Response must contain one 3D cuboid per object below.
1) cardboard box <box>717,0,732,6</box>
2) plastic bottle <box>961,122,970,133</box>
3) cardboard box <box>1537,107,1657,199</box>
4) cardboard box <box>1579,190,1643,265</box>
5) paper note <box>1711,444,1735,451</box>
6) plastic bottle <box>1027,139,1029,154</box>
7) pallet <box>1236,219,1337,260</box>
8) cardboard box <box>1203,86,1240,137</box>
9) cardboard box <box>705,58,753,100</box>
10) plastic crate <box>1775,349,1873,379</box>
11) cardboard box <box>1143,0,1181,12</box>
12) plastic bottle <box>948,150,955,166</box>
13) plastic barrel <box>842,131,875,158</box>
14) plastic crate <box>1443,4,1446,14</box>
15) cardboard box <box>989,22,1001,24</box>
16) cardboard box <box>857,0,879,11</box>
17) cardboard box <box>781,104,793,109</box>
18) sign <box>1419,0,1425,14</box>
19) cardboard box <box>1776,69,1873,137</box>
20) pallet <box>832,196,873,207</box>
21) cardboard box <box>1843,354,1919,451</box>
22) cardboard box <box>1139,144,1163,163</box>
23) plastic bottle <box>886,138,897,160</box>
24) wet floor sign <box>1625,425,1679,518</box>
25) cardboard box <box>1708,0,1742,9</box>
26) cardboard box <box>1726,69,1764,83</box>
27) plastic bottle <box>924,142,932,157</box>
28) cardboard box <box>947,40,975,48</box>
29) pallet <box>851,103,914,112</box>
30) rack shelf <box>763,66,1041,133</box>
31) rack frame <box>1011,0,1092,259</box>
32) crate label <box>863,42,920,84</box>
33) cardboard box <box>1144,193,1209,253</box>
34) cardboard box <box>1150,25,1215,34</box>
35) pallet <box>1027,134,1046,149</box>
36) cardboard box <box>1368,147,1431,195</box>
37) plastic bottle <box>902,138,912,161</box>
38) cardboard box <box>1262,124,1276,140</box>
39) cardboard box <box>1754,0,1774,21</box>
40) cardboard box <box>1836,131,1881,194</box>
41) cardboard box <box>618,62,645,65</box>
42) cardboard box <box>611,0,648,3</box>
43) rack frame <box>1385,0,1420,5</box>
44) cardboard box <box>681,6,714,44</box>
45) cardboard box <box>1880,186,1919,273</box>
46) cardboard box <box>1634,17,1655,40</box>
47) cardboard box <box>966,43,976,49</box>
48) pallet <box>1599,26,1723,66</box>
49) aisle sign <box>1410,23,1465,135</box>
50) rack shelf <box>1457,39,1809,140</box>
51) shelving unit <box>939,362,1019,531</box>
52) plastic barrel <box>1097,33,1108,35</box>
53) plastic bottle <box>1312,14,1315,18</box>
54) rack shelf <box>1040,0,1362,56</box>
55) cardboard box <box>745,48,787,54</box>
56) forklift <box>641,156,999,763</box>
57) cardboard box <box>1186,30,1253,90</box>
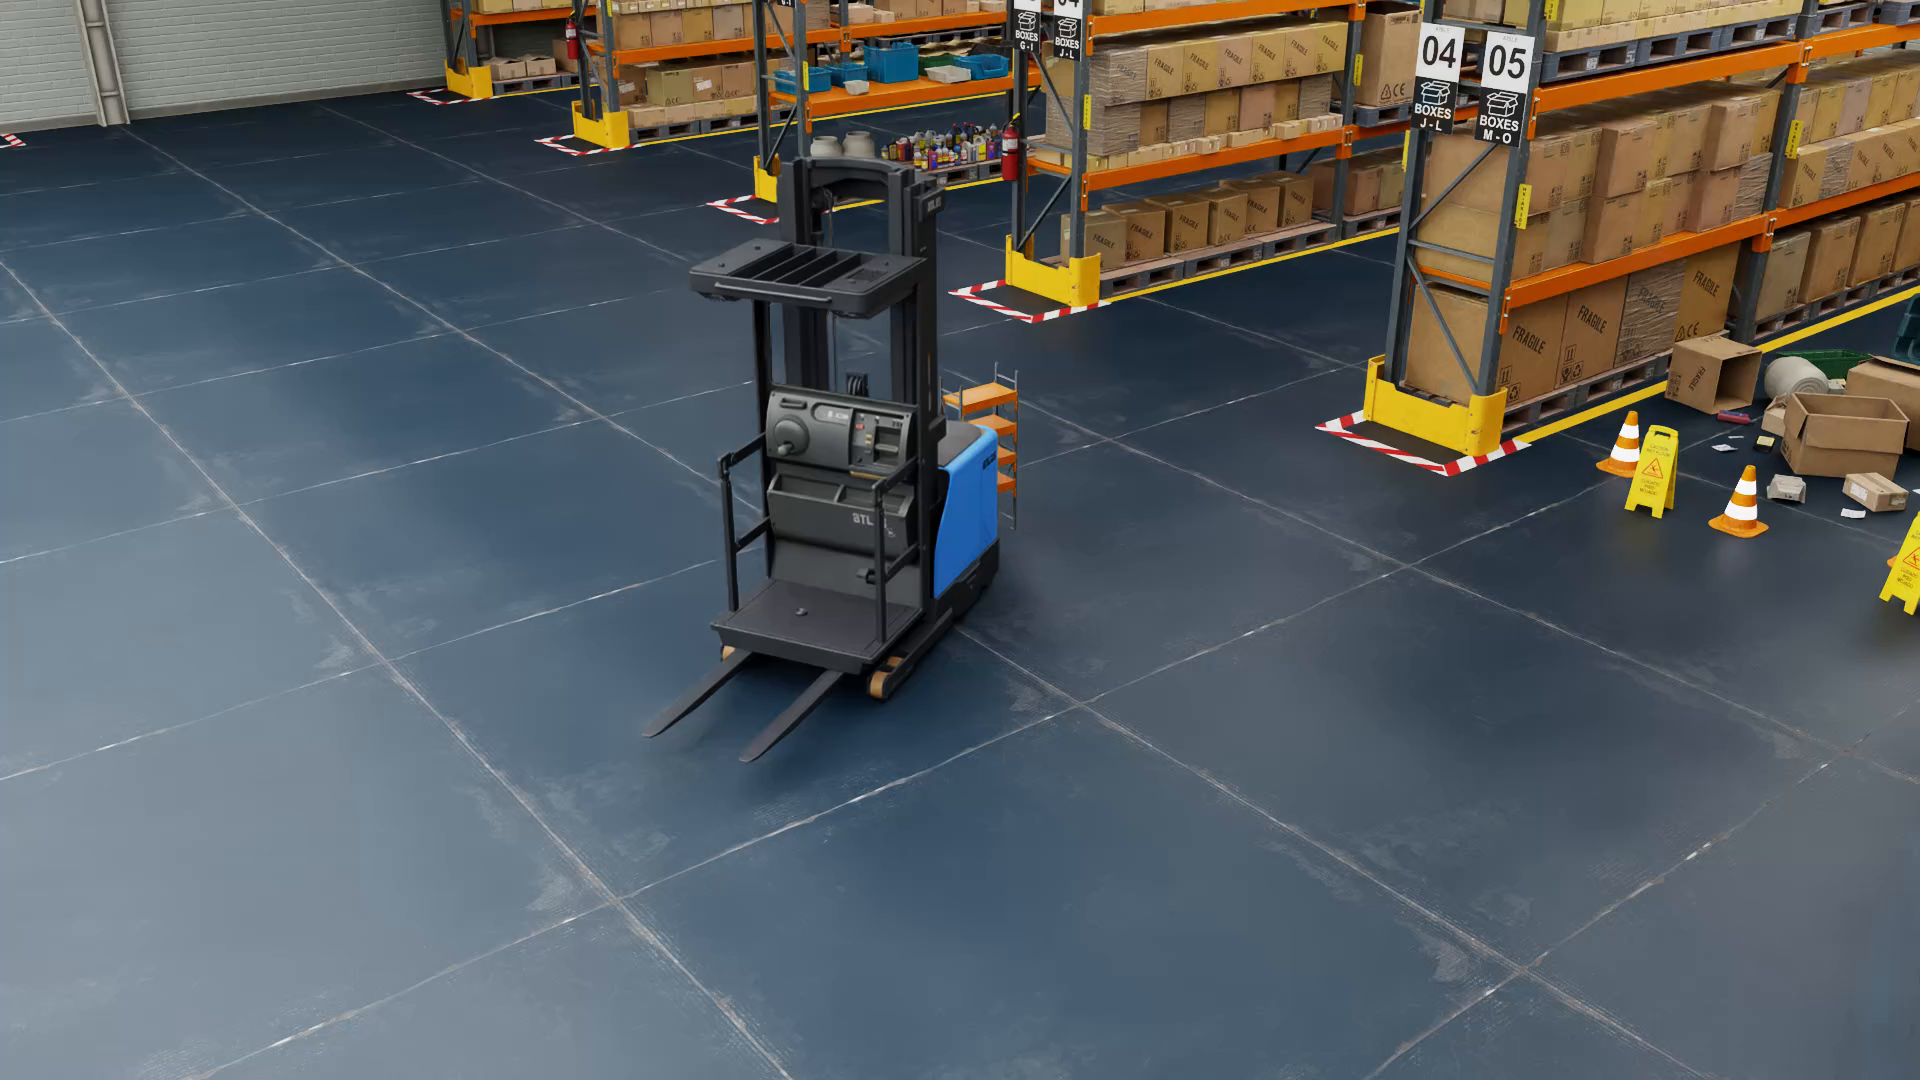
[{"bbox_3d":[-3.566,-7.974,24.479,0.250,0.149,0.380,-18,30,-34],"label":"cardboard box"},{"bbox_3d":[0.092,-5.528,22.721,0.185,0.351,0.144,-17,30,-33],"label":"plastic bottle"},{"bbox_3d":[5.089,-3.168,13.552,0.550,0.550,0.875,-18,31,-34],"label":"cardboard box"},{"bbox_3d":[5.074,-2.686,13.796,0.550,0.550,0.875,-18,31,-34],"label":"cardboard box"},{"bbox_3d":[6.122,-0.739,13.309,0.142,0.017,0.144,-8,26,-16],"label":"paper note"},{"bbox_3d":[0.890,-5.335,22.483,0.097,0.201,0.097,0,25,0],"label":"plastic bottle"},{"bbox_3d":[3.533,-3.510,19.062,1.213,0.211,1.003,-18,31,-34],"label":"pallet"},{"bbox_3d":[2.482,-4.647,17.728,0.500,0.500,0.875,-18,31,-34],"label":"cardboard box"},{"bbox_3d":[-3.477,-6.942,25.022,0.500,0.500,0.500,-18,31,-34],"label":"cardboard box"},{"bbox_3d":[7.692,-1.563,14.827,0.662,0.188,0.450,-3,15,-7],"label":"plastic crate"},{"bbox_3d":[1.832,-5.390,16.416,0.500,0.250,0.500,-19,31,-35],"label":"cardboard box"},{"bbox_3d":[-0.119,-5.002,21.765,0.097,0.201,0.097,0,25,0],"label":"plastic bottle"},{"bbox_3d":[-1.299,-4.951,21.312,0.421,0.512,0.421,0,25,0],"label":"plastic barrel"},{"bbox_3d":[7.733,-8.661,27.091,0.243,0.136,0.396,-18,31,-34],"label":"plastic crate"},{"bbox_3d":[0.734,-10.965,33.869,0.750,0.750,0.750,-18,30,-33],"label":"cardboard box"},{"bbox_3d":[-1.492,-8.472,26.601,0.258,0.266,0.396,-19,31,-35],"label":"cardboard box"},{"bbox_3d":[-2.700,-6.868,25.752,0.500,0.250,0.500,-18,31,-34],"label":"cardboard box"},{"bbox_3d":[3.549,-4.162,12.635,0.005,0.325,0.100,-18,31,-34],"label":"sign"},{"bbox_3d":[8.209,-4.187,15.902,0.500,0.500,0.700,-18,30,-34],"label":"cardboard box"},{"bbox_3d":[-1.491,-4.543,21.287,1.213,0.211,1.003,-18,31,-34],"label":"pallet"},{"bbox_3d":[7.558,-1.109,13.381,0.503,0.637,0.797,-18,31,-34],"label":"cardboard box"},{"bbox_3d":[1.862,-3.994,17.090,0.250,0.149,0.380,-18,31,-34],"label":"cardboard box"},{"bbox_3d":[-0.909,-5.189,22.072,0.133,0.283,0.061,-17,30,-33],"label":"plastic bottle"},{"bbox_3d":[5.072,-0.521,12.107,0.267,0.644,0.232,21,32,37],"label":"wet floor sign"},{"bbox_3d":[5.999,-4.482,13.488,0.500,0.250,0.500,-19,31,-34],"label":"cardboard box"},{"bbox_3d":[10.903,-6.411,24.025,0.875,0.875,0.875,-18,31,-34],"label":"cardboard box"},{"bbox_3d":[-0.429,-5.223,22.243,0.097,0.201,0.097,0,25,0],"label":"plastic bottle"},{"bbox_3d":[0.076,-8.302,28.177,0.500,0.311,0.500,-19,31,-35],"label":"cardboard box"},{"bbox_3d":[-1.515,-7.183,26.977,1.213,0.211,1.003,-18,31,-34],"label":"pallet"},{"bbox_3d":[-0.591,-5.756,21.444,4.000,0.370,1.077,-18,31,-34],"label":"rack shelf"},{"bbox_3d":[0.892,-3.922,16.638,0.127,3.000,1.000,-18,31,-34],"label":"rack frame"},{"bbox_3d":[-0.883,-6.147,21.389,0.616,0.435,0.502,-18,31,-34],"label":"crate label"},{"bbox_3d":[2.347,-3.458,18.109,0.500,0.500,0.500,-15,29,-29],"label":"cardboard box"},{"bbox_3d":[2.355,-5.169,17.664,0.500,0.500,0.500,-18,31,-34],"label":"cardboard box"},{"bbox_3d":[1.577,-5.554,23.466,1.213,0.211,1.003,-18,31,-34],"label":"pallet"},{"bbox_3d":[5.363,-4.442,20.205,0.500,0.500,0.700,-21,32,-38],"label":"cardboard box"},{"bbox_3d":[-0.708,-5.174,22.039,0.133,0.283,0.061,-18,31,-34],"label":"plastic bottle"},{"bbox_3d":[3.209,-4.464,18.104,0.250,0.149,0.380,-18,31,-34],"label":"cardboard box"},{"bbox_3d":[6.530,-4.441,13.872,0.250,0.149,0.380,-18,30,-33],"label":"cardboard box"},{"bbox_3d":[8.392,-3.645,15.922,0.500,0.500,0.500,-18,31,-34],"label":"cardboard box"},{"bbox_3d":[-5.922,-8.667,29.308,0.500,0.500,0.500,-21,32,-38],"label":"cardboard box"},{"bbox_3d":[-4.801,-7.969,23.698,0.500,0.500,0.700,-18,30,-34],"label":"cardboard box"},{"bbox_3d":[7.278,-8.680,26.890,0.127,3.000,1.000,-18,31,-34],"label":"rack frame"},{"bbox_3d":[-4.038,-7.632,24.513,0.500,0.500,0.700,-18,30,-34],"label":"cardboard box"},{"bbox_3d":[9.633,-3.372,17.627,0.750,0.750,1.050,-19,31,-35],"label":"cardboard box"},{"bbox_3d":[5.135,-3.980,12.881,0.250,0.149,0.380,-18,30,-34],"label":"cardboard box"},{"bbox_3d":[0.412,-8.126,27.796,0.500,0.311,0.500,-19,31,-35],"label":"cardboard box"},{"bbox_3d":[5.411,-4.088,13.537,1.213,0.211,1.003,-18,31,-34],"label":"pallet"},{"bbox_3d":[3.632,-3.513,12.668,0.004,0.787,0.394,-18,31,-34],"label":"aisle sign"},{"bbox_3d":[5.447,-3.807,13.680,4.000,0.370,1.077,-18,31,-34],"label":"rack shelf"},{"bbox_3d":[0.130,-0.587,11.590,0.503,1.200,0.258,-18,31,-34],"label":"shelving unit"},{"bbox_3d":[1.871,-6.839,22.762,0.433,0.535,0.433,0,25,0],"label":"plastic barrel"},{"bbox_3d":[5.350,-7.793,25.117,0.133,0.283,0.061,-18,31,-34],"label":"plastic bottle"},{"bbox_3d":[2.466,-5.476,17.277,4.000,0.370,1.077,-18,31,-34],"label":"rack shelf"},{"bbox_3d":[-3.017,-7.378,25.961,0.500,0.500,0.500,-18,31,-34],"label":"cardboard box"},{"bbox_3d":[-0.799,-0.601,9.564,1.130,2.935,3.031,11,27,22],"label":"forklift"},{"bbox_3d":[2.673,-4.998,17.297,0.500,0.500,0.500,-18,31,-34],"label":"cardboard box"}]
